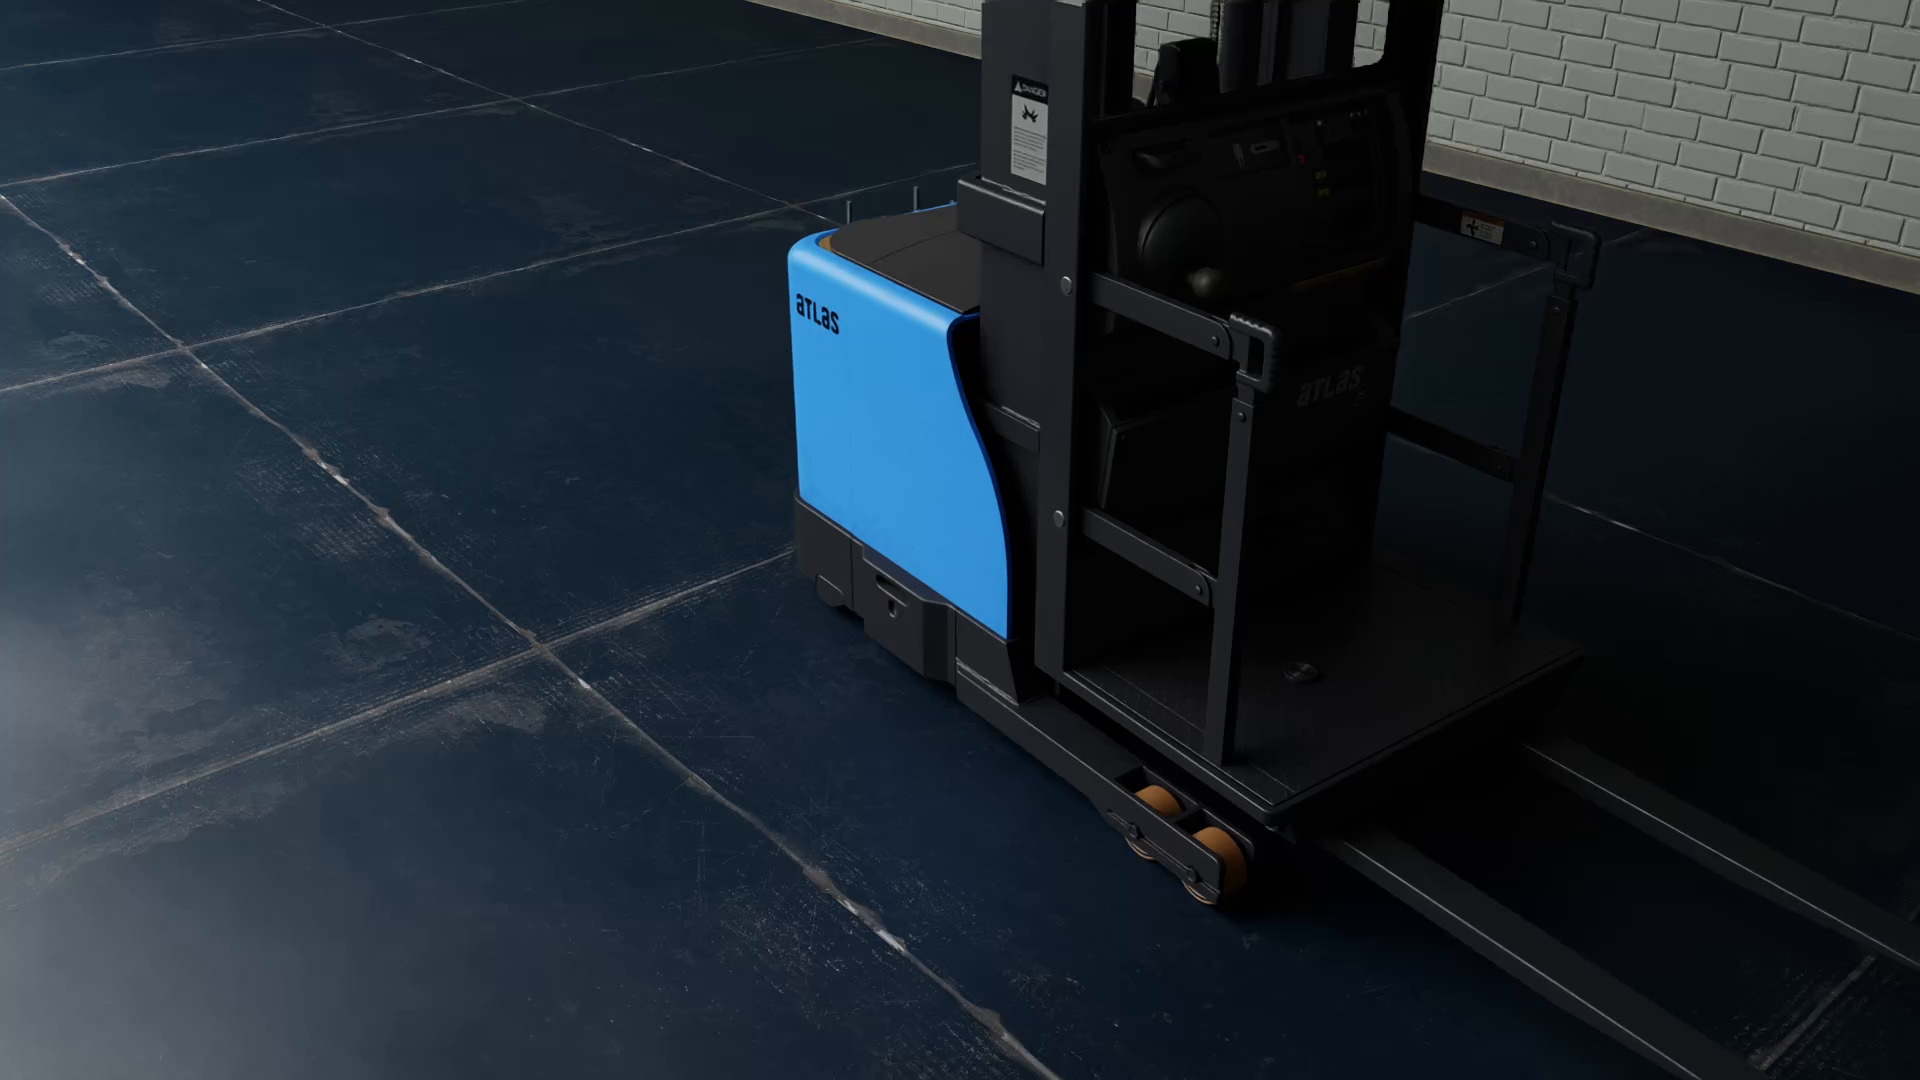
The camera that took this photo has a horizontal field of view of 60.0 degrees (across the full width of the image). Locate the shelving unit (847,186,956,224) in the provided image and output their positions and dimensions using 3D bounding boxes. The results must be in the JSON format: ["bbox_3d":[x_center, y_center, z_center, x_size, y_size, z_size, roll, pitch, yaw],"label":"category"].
[{"bbox_3d":[-0.173,-0.533,5.133,0.252,1.050,0.215,-20,34,-32],"label":"shelving unit"}]

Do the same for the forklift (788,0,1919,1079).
[{"bbox_3d":[0.796,-0.742,3.528,1.130,2.935,3.031,-19,34,-32],"label":"forklift"}]

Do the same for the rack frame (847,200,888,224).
[{"bbox_3d":[-0.270,-0.498,5.067,0.008,1.050,0.200,-20,34,-32],"label":"rack frame"}]

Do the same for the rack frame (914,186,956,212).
[{"bbox_3d":[-0.076,-0.568,5.198,0.008,1.050,0.200,-20,34,-32],"label":"rack frame"}]
